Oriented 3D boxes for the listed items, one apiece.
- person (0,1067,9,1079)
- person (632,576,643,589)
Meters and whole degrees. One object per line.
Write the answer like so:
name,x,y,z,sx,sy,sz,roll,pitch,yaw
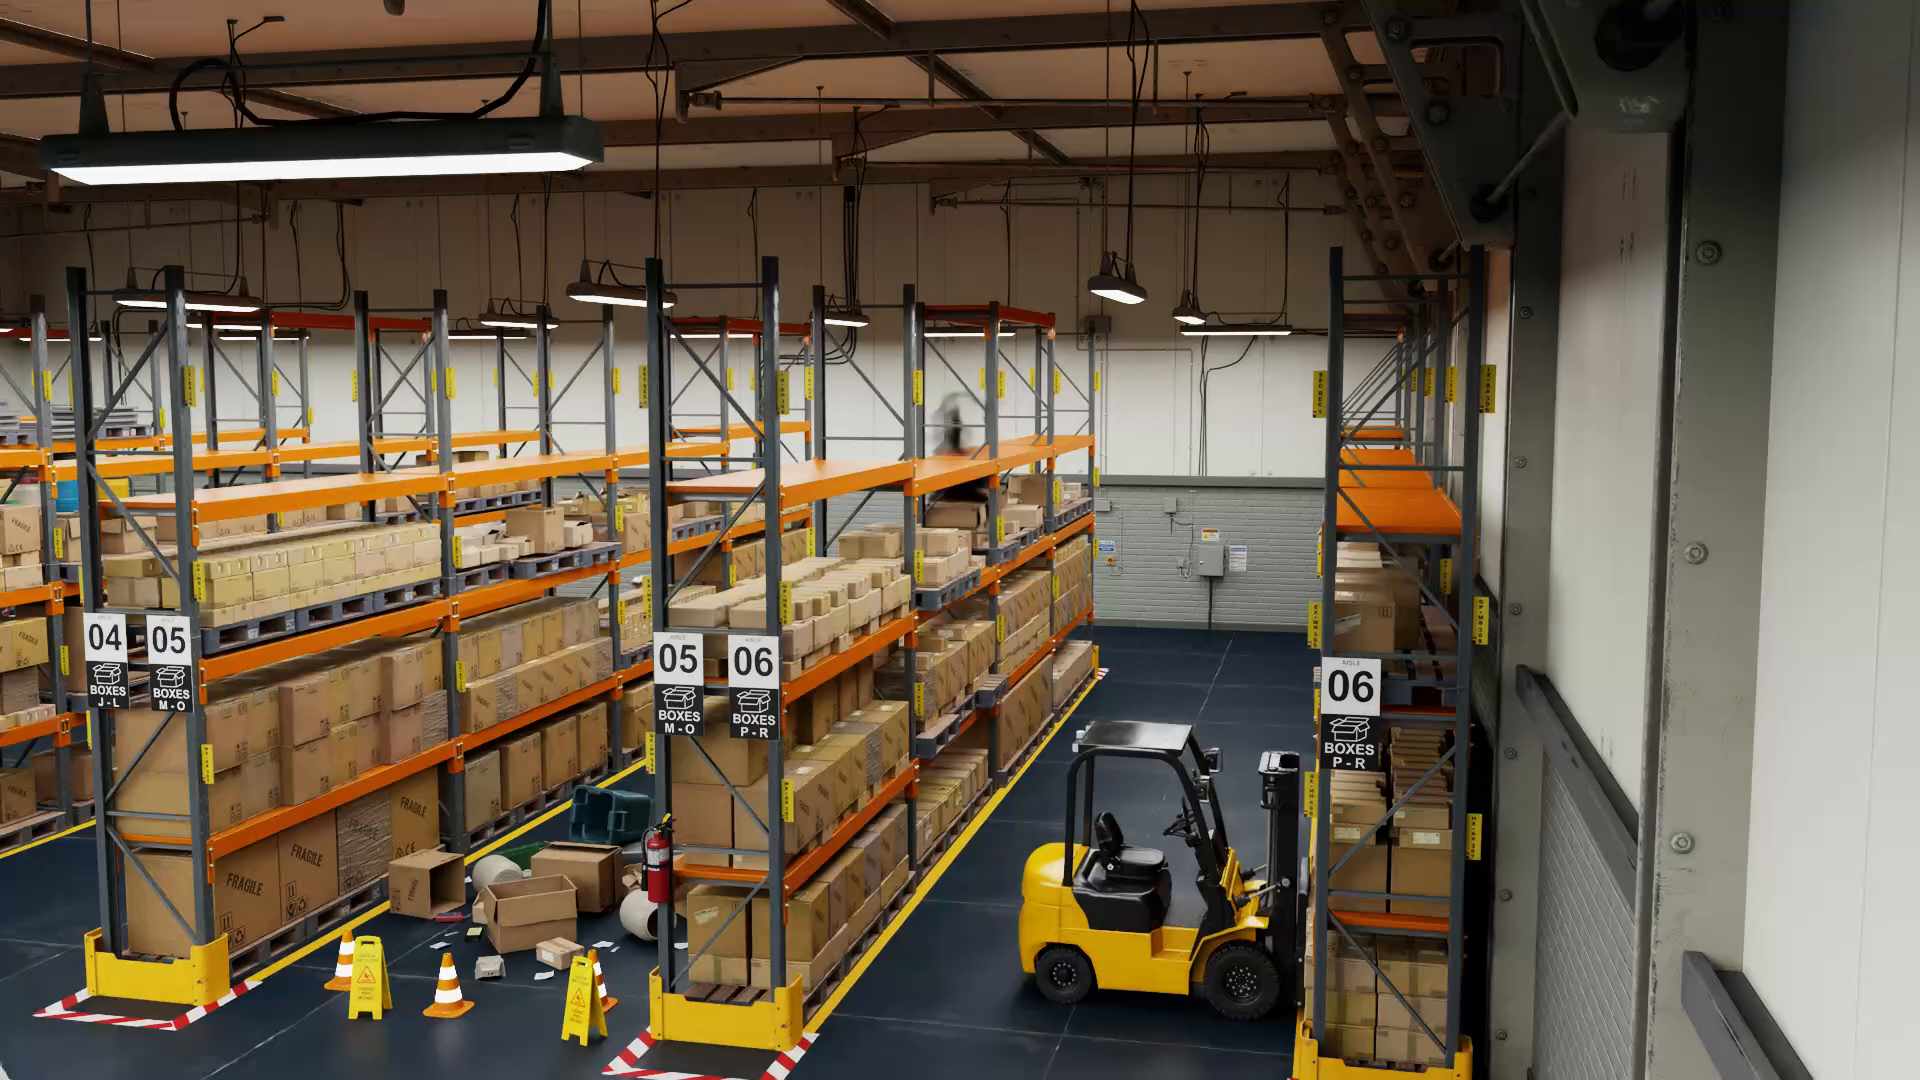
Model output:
person,-5.413,3.402,8.888,0.752,1.734,0.774,-3,6,-26
person,-5.356,1.483,27.689,0.713,1.776,0.990,2,6,15
